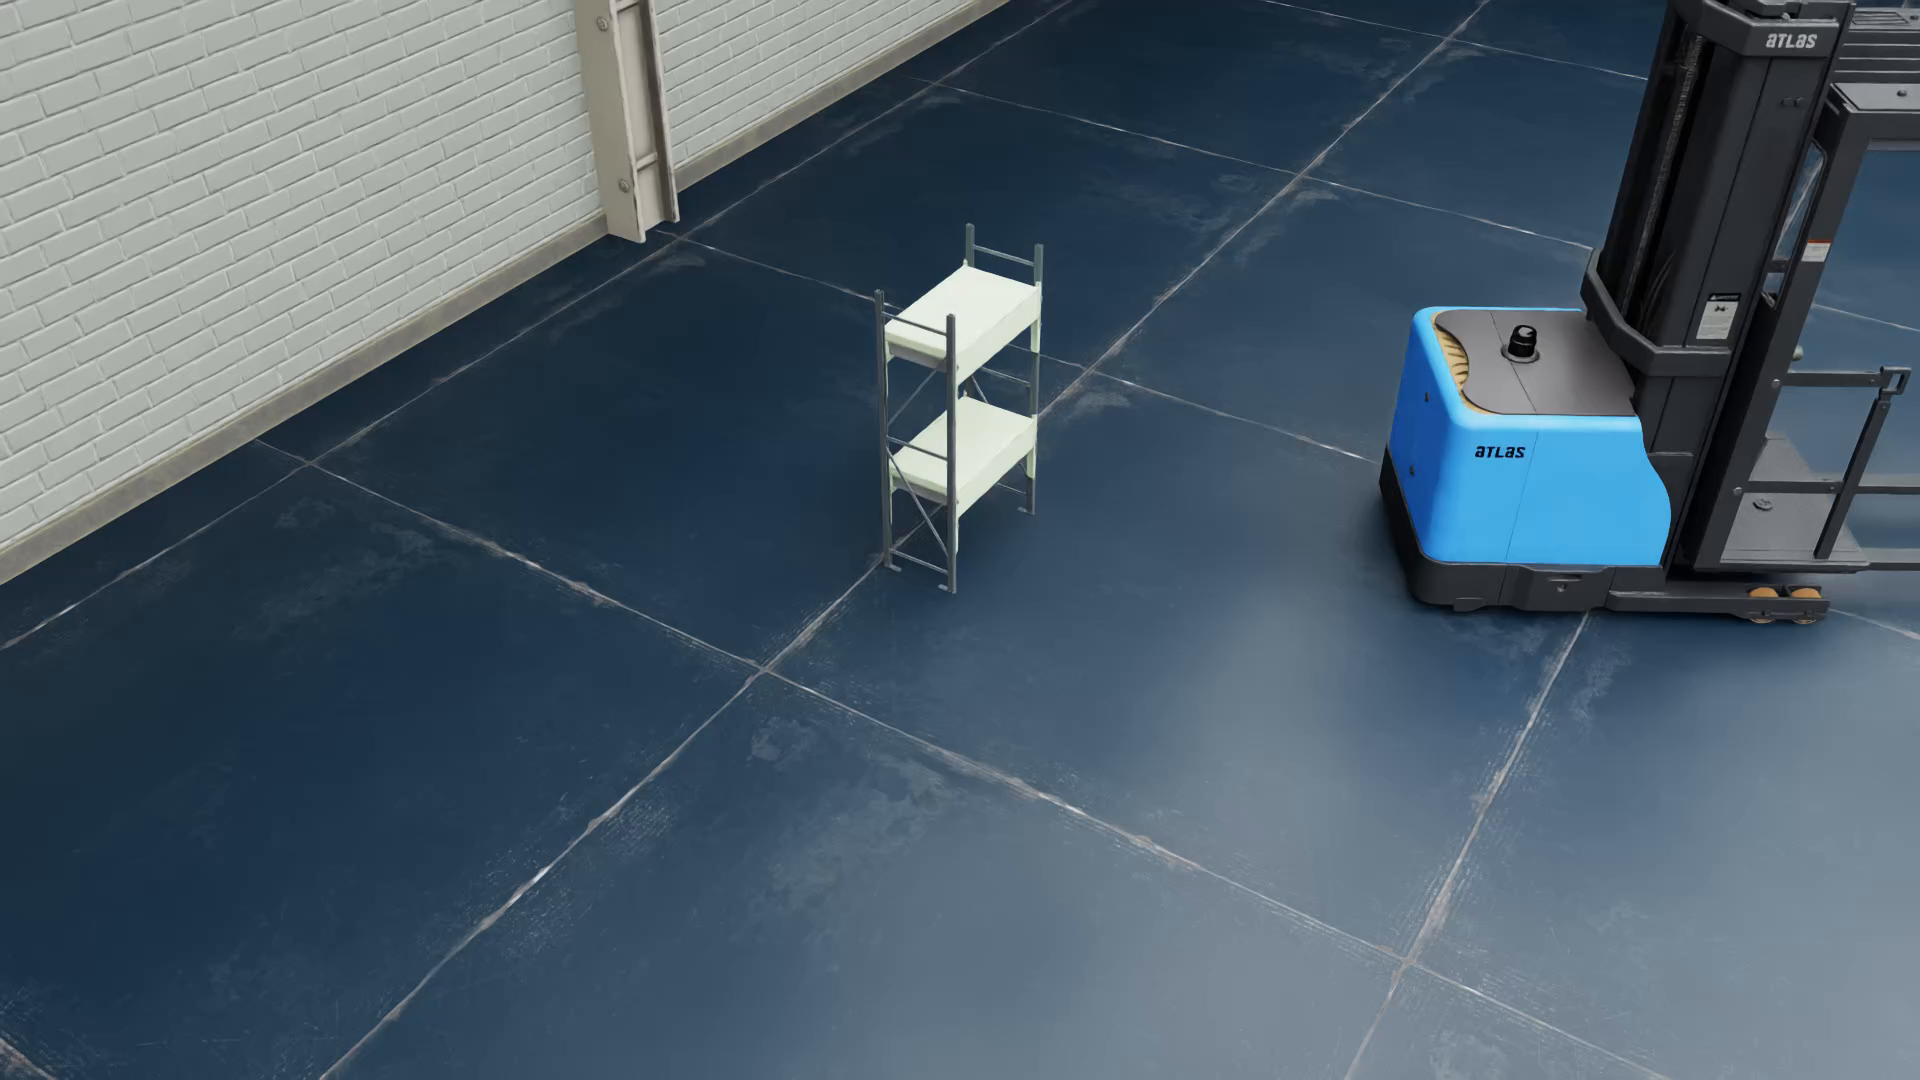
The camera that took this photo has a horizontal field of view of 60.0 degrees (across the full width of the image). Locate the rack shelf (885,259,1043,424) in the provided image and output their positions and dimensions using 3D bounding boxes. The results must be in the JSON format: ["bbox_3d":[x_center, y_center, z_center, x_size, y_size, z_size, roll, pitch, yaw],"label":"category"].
[{"bbox_3d":[0.004,-0.907,7.498,0.431,0.370,0.720,21,42,25],"label":"rack shelf"}]

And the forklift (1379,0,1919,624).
[{"bbox_3d":[3.629,-1.104,7.221,3.031,2.935,1.130,1,38,1],"label":"forklift"}]

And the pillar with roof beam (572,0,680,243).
[{"bbox_3d":[1.566,-4.207,6.276,9.100,9.000,0.400,21,42,25],"label":"pillar with roof beam"}]

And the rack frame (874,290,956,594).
[{"bbox_3d":[-0.193,-0.409,7.491,0.400,1.500,0.023,21,42,25],"label":"rack frame"}]

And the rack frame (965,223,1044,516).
[{"bbox_3d":[0.200,-0.786,7.981,0.400,1.500,0.023,21,42,25],"label":"rack frame"}]

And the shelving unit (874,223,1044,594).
[{"bbox_3d":[0.004,-0.597,7.736,0.431,1.500,0.755,21,42,25],"label":"shelving unit"}]

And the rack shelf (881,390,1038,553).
[{"bbox_3d":[0.004,-0.339,7.935,0.431,0.370,0.720,21,42,25],"label":"rack shelf"}]
